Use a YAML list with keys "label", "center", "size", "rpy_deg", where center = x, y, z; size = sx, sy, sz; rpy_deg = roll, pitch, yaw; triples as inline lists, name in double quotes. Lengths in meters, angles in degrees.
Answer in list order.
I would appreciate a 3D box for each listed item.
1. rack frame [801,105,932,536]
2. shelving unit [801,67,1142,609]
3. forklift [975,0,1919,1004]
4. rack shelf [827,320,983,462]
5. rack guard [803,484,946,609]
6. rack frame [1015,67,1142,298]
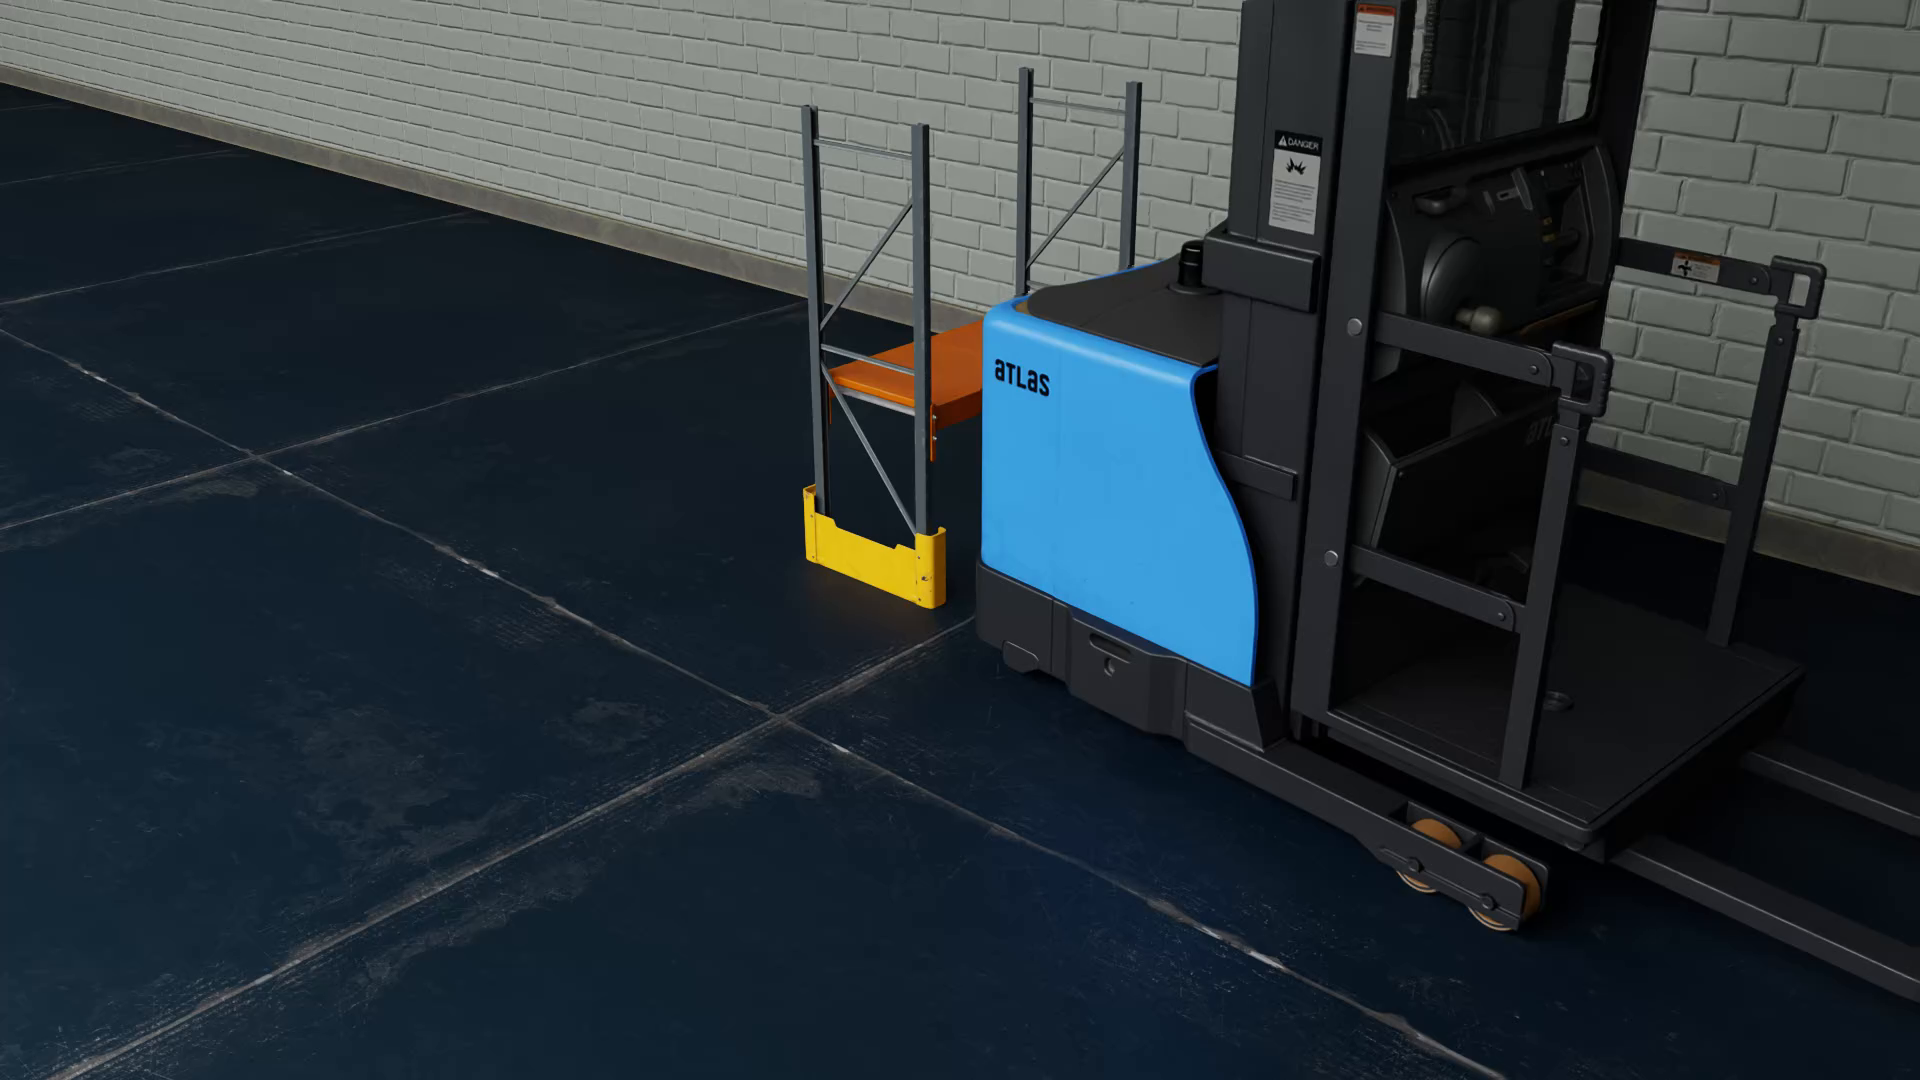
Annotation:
- label: "rack frame"
  center: [-0.282, -0.555, 5.156]
  size: [0.500, 1.500, 0.032]
  rpy_deg: [20, 31, 38]
- label: "shelving unit"
  center: [0.051, -0.708, 5.495]
  size: [0.587, 1.500, 1.083]
  rpy_deg: [20, 31, 38]
- label: "forklift"
  center: [1.410, -0.688, 3.703]
  size: [1.130, 2.935, 3.031]
  rpy_deg: [-20, 31, -38]
- label: "rack shelf"
  center: [0.057, -0.546, 5.575]
  size: [0.538, 0.185, 1.000]
  rpy_deg: [20, 31, 38]
- label: "rack guard"
  center: [-0.281, 0.014, 5.412]
  size: [0.587, 0.250, 0.087]
  rpy_deg: [20, 31, 38]
- label: "rack frame"
  center: [0.396, -0.865, 5.847]
  size: [0.500, 1.500, 0.032]
  rpy_deg: [20, 31, 38]
